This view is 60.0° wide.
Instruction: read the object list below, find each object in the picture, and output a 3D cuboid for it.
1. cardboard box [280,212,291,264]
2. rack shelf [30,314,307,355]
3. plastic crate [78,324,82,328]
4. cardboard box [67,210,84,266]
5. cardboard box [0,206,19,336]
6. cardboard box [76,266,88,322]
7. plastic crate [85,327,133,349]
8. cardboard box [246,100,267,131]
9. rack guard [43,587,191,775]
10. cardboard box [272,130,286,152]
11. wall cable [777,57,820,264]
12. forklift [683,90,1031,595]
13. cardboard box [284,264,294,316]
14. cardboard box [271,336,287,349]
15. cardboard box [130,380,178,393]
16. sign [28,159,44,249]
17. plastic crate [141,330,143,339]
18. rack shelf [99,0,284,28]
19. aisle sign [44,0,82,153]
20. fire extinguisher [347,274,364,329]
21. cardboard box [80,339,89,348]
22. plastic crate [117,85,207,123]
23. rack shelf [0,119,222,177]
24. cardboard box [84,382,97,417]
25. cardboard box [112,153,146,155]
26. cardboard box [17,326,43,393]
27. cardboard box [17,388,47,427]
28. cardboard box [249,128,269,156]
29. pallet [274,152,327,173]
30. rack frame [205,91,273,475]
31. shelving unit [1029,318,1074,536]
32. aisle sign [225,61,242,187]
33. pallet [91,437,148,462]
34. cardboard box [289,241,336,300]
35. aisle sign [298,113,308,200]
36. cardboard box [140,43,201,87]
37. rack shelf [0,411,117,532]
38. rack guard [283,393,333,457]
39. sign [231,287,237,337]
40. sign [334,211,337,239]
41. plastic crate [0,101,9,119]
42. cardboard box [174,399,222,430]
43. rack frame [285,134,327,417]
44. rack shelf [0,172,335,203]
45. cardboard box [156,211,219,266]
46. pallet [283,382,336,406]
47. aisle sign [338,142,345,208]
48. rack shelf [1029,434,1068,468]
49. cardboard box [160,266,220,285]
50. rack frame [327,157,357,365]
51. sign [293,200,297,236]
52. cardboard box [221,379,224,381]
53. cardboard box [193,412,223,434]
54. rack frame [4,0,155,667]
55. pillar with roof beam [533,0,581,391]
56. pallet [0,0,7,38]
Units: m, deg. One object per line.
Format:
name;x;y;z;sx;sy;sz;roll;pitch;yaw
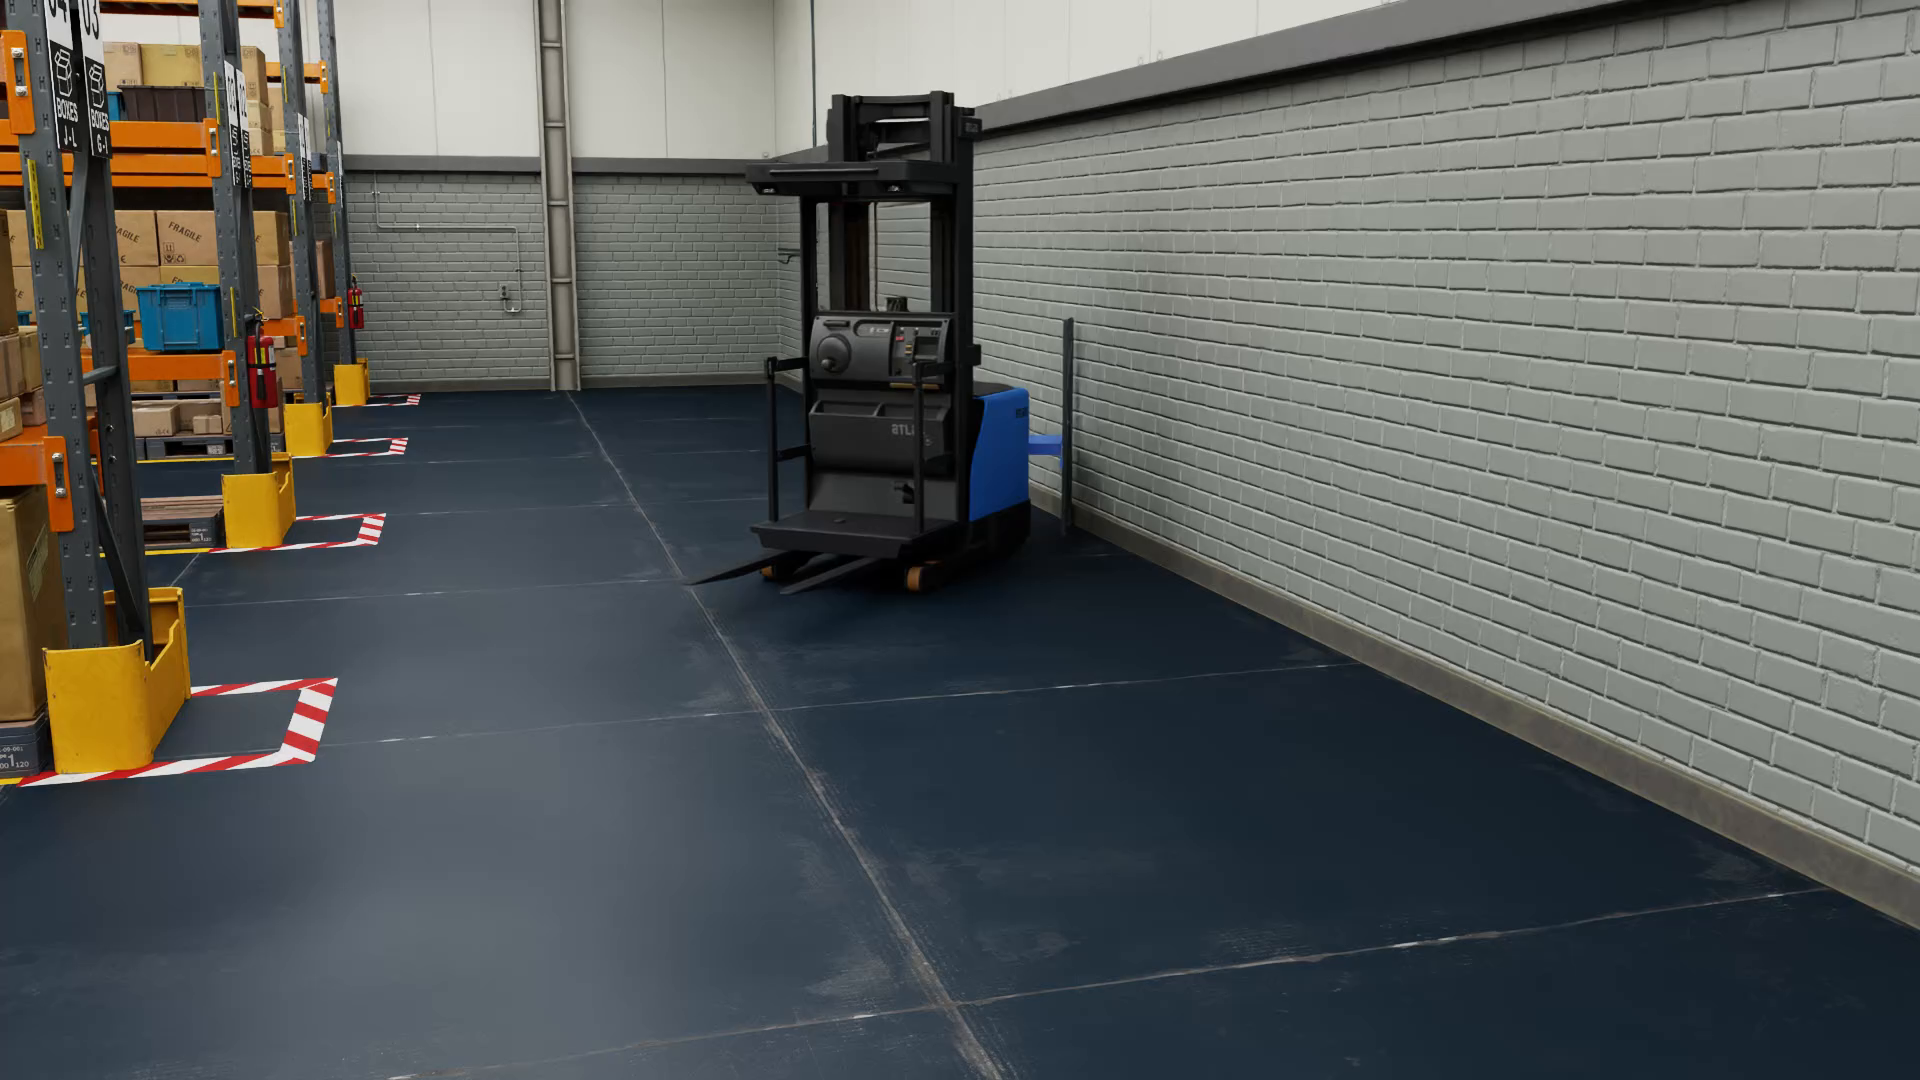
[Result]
cardboard box;-6.847;-2.945;16.223;0.500;0.500;0.500;-3;11;-14
rack shelf;-8.268;-1.926;15.711;4.000;0.370;1.077;-3;11;-16
plastic crate;-6.278;-1.428;11.582;0.298;0.136;0.250;-3;11;-16
cardboard box;-8.173;-2.773;15.286;0.500;0.500;0.500;-3;11;-14
cardboard box;-3.977;-1.030;6.377;0.500;0.500;0.500;-3;11;-15
cardboard box;-8.163;-2.284;15.390;0.500;0.500;0.500;-3;11;-17
plastic crate;-5.699;-1.347;11.140;0.243;0.136;0.396;-3;11;-16
cardboard box;-6.770;-3.958;15.510;0.500;0.250;0.500;-3;11;-16
rack guard;-3.559;0.569;7.073;0.348;0.500;1.175;-3;11;-16
cardboard box;-8.365;-4.816;20.115;0.500;0.250;0.500;-3;11;-14
wall cable;-2.205;-4.889;21.827;0.112;2.526;3.097;-3;11;-16
forklift;-0.584;-1.213;10.040;1.130;2.935;3.031;5;11;24
cardboard box;-6.847;-2.454;16.313;0.500;0.500;0.500;-3;11;-15
cardboard box;-8.452;-2.447;20.507;0.250;0.149;0.380;-3;11;-17
cardboard box;-9.853;-2.087;20.344;0.500;0.500;0.700;-3;11;-15
sign;-3.444;-1.250;6.198;0.005;0.325;0.100;-3;11;-16
plastic crate;-5.627;-1.463;11.769;0.298;0.136;0.250;-3;11;-16
rack shelf;-8.268;-4.875;15.168;4.000;0.370;1.077;-3;11;-16
aisle sign;-3.429;-1.889;6.341;0.004;0.787;0.394;-3;11;-16
fire extinguisher;-7.462;-2.948;20.519;0.183;0.674;0.296;-3;11;-16
cardboard box;-10.450;-2.341;19.933;0.250;0.149;0.380;-3;11;-14
plastic crate;-5.414;-2.960;11.415;0.590;0.269;0.497;-3;11;-16
rack shelf;-6.887;-2.540;10.761;4.000;0.370;1.077;-3;11;-16
cardboard box;-8.386;-1.263;15.803;0.637;0.503;0.797;-3;11;-16
cardboard box;-7.727;-3.660;15.271;0.500;0.250;0.500;-3;11;-16
cardboard box;-4.119;-0.754;6.950;0.500;0.250;0.500;-3;11;-17
cardboard box;-4.016;-0.575;7.077;0.250;0.149;0.380;-3;11;-15
cardboard box;-6.767;-3.711;15.547;0.500;0.250;0.500;-3;11;-16
pallet;-8.445;-4.634;20.395;1.213;0.211;1.003;-3;11;-16
rack frame;-4.967;-1.520;11.517;0.127;3.000;1.000;-3;11;-16
shelving unit;0.262;-0.827;11.898;1.048;1.500;0.538;2;11;8
aisle sign;-4.816;-2.751;11.025;0.004;0.787;0.394;-3;11;-16
pallet;-8.355;-0.904;15.875;1.213;0.211;1.003;-3;11;-16
cardboard box;-8.223;-3.362;20.695;0.700;0.700;0.980;-3;11;-13
aisle sign;-6.197;-3.610;15.690;0.004;0.787;0.394;-3;11;-16
cardboard box;-7.340;-4.358;15.610;0.500;0.500;0.700;-3;11;-16
rack shelf;-5.503;-0.204;6.356;4.000;0.370;1.077;-3;11;-16
rack guard;-6.421;-1.148;16.401;0.348;0.500;1.175;-3;11;-16
sign;-4.797;-1.505;10.987;0.005;0.325;0.100;-3;11;-16
sign;-7.598;-3.833;20.230;0.005;0.325;0.100;-3;11;-16
plastic crate;-6.511;-2.935;11.091;0.767;0.338;0.504;-3;11;-16
cardboard box;-7.429;-1.242;16.386;0.500;0.250;0.500;-3;11;-16
rack frame;-6.348;-2.381;16.196;0.127;3.000;1.000;-3;11;-16
rack shelf;-9.656;-4.262;20.116;4.000;0.370;1.077;-3;11;-16
cardboard box;-7.183;-2.826;15.574;0.500;0.500;0.500;-3;11;-14
pallet;-8.482;-1.817;20.831;1.213;0.211;1.003;-3;11;-16
aisle sign;-7.583;-4.472;20.373;0.004;0.787;0.394;-3;11;-16
rack shelf;0.262;-0.650;11.930;1.000;0.185;0.538;2;11;8
cardboard box;-7.199;-2.333;15.660;0.500;0.500;0.500;-3;11;-15
rack frame;-7.736;-3.242;20.872;0.127;3.000;1.000;-3;11;-16
sign;-6.212;-3.008;15.533;0.005;0.325;0.100;-3;11;-16
cardboard box;-8.860;-2.141;20.636;0.500;0.500;0.700;-3;11;-16
cardboard box;-7.215;-1.129;16.004;0.250;0.166;0.380;-3;11;-16
rack frame;-3.582;-0.659;6.840;0.127;3.000;1.000;-3;11;-16
pillar with roof beam;-4.182;-5.731;17.823;0.400;9.000;9.100;-3;11;-16
pallet;-4.292;-2.051;6.363;1.213;0.211;1.003;-3;11;-16
